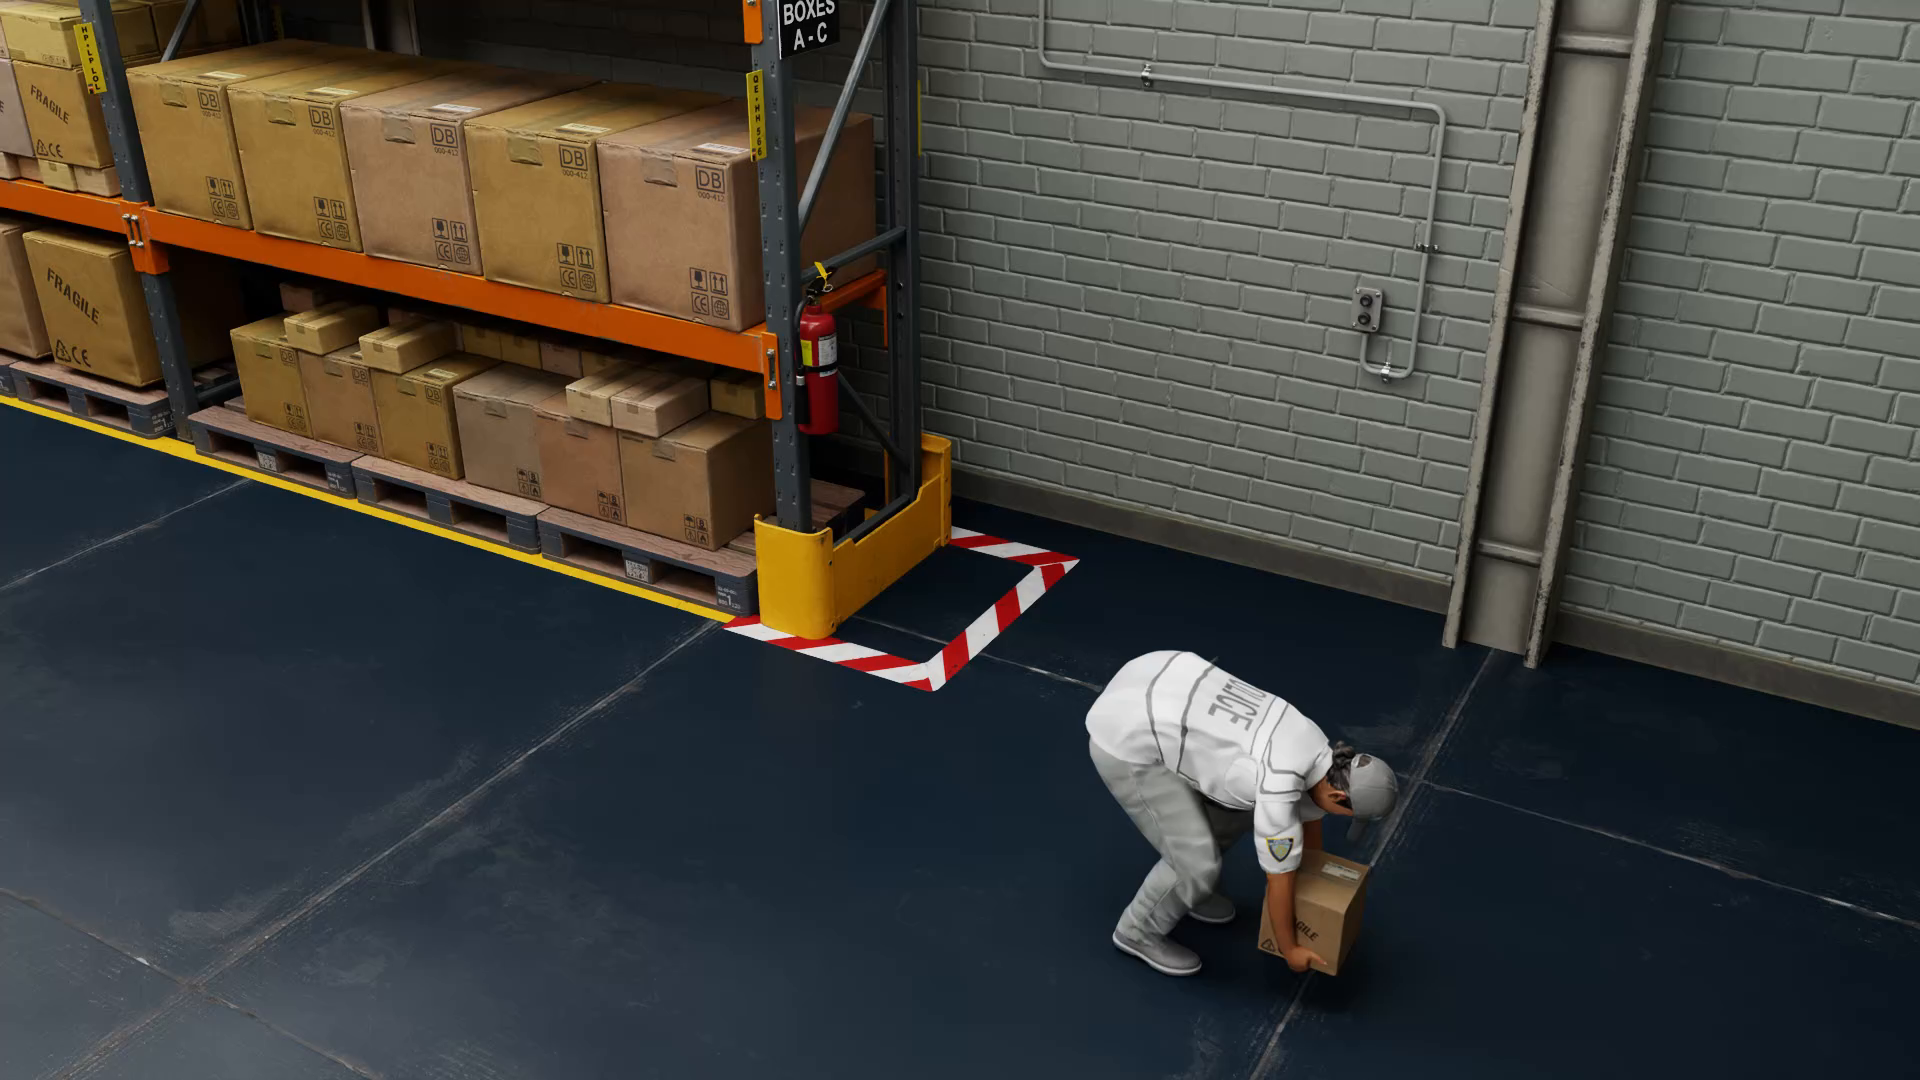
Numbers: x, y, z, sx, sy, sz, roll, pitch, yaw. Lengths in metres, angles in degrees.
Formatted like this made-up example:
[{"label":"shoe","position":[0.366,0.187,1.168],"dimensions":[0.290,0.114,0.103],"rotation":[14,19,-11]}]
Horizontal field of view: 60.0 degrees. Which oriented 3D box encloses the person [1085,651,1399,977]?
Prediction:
[{"label":"person","position":[0.849,0.873,5.132],"dimensions":[0.945,0.990,0.503],"rotation":[13,29,24]}]
